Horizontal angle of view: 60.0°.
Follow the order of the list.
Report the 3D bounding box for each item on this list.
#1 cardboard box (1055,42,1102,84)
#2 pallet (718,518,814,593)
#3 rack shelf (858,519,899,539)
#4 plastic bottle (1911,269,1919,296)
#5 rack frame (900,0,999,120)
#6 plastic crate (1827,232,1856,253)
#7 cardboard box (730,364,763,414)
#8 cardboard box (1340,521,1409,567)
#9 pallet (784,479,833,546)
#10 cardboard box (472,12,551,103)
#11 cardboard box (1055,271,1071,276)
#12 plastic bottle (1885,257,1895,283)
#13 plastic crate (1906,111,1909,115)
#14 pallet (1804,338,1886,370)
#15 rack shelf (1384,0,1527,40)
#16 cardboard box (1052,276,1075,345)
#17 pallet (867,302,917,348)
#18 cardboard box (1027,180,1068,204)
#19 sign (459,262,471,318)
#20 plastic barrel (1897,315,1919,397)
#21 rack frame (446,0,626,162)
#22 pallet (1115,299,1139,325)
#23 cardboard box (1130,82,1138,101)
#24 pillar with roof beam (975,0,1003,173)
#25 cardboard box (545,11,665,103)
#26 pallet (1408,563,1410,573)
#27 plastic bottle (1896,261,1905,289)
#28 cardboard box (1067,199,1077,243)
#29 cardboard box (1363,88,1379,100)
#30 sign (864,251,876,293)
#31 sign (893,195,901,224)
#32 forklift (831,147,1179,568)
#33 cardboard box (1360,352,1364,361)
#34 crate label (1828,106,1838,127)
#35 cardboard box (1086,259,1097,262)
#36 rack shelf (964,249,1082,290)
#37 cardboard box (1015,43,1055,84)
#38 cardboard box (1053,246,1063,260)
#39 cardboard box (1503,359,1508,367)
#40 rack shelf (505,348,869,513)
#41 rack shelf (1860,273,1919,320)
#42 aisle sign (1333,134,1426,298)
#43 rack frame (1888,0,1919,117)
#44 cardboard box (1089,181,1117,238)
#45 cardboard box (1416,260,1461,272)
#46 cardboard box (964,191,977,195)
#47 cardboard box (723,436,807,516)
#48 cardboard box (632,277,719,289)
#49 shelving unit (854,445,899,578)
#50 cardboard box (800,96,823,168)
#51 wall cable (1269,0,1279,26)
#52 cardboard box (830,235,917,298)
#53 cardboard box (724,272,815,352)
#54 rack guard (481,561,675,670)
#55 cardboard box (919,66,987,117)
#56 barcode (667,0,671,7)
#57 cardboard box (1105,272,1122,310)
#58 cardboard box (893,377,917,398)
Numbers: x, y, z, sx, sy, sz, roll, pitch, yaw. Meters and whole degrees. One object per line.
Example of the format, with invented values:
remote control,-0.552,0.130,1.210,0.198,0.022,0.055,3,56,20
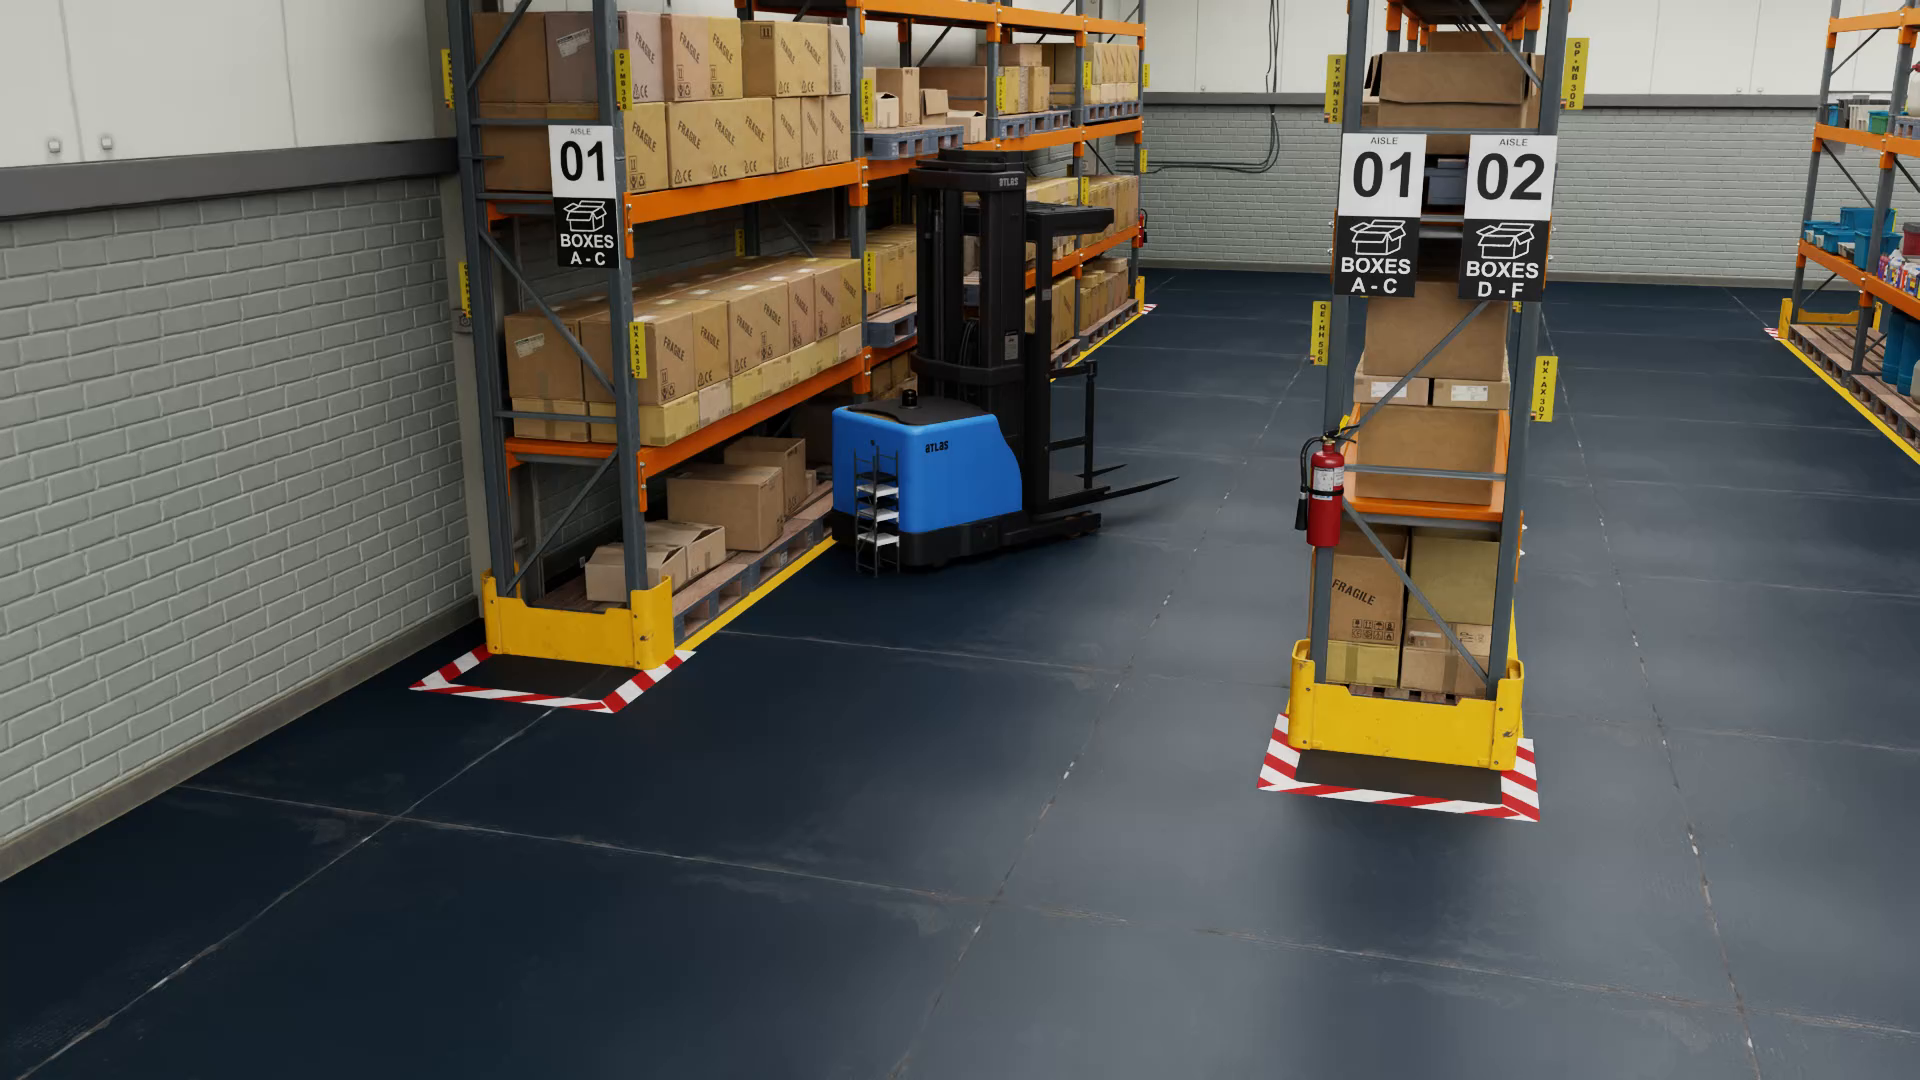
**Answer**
cardboard box,1.496,-6.009,20.968,0.500,0.500,0.500,4,16,15
pallet,-1.750,0.071,12.193,1.003,0.211,1.213,5,16,16
rack shelf,-0.595,-0.083,11.926,0.200,0.077,0.258,-13,21,-39
plastic bottle,9.611,-2.584,16.678,0.097,0.271,0.097,0,16,0
rack frame,-0.112,-5.702,16.441,1.000,3.000,0.127,5,16,16
plastic crate,10.815,-3.627,20.316,0.416,0.233,0.300,5,16,16
cardboard box,-1.658,-1.033,11.213,0.500,0.250,0.500,4,16,15
cardboard box,2.502,-0.006,10.248,0.500,0.500,0.500,5,16,16
pallet,-1.405,-0.249,13.322,1.003,0.211,1.213,5,16,16
cardboard box,-2.513,-2.838,9.788,0.500,0.500,0.500,5,17,18
cardboard box,1.326,-3.546,22.457,0.380,0.149,0.250,4,16,14
plastic bottle,9.929,-2.877,17.712,0.097,0.271,0.097,0,16,0
plastic crate,11.654,-5.201,20.562,0.450,0.188,0.336,5,16,16
pallet,11.040,-2.268,20.439,1.003,0.211,1.213,5,16,16
rack shelf,4.070,-4.257,13.398,1.077,0.370,4.000,5,16,16
cardboard box,0.965,-2.850,20.550,0.750,0.750,0.750,5,17,17
pallet,-0.892,-1.866,14.262,1.003,0.211,1.213,5,16,16
cardboard box,0.983,-4.149,19.820,0.500,0.250,0.500,5,17,17
sign,-2.912,-1.480,9.850,0.100,0.325,0.005,5,16,16
plastic barrel,10.151,-1.960,17.320,0.600,0.901,0.708,5,16,16
rack frame,-2.385,-3.609,9.062,1.000,3.000,0.127,5,16,16
pallet,2.009,-3.352,24.260,1.003,0.211,1.213,5,16,16
cardboard box,2.208,-6.318,23.431,0.500,0.250,0.500,5,17,18
pillar with roof beam,4.522,-6.665,19.836,9.100,9.000,0.400,5,16,16
cardboard box,-2.043,-2.787,9.608,0.500,0.500,0.500,3,16,12
pallet,3.236,0.160,11.878,1.003,0.211,1.213,5,16,16
plastic bottle,9.758,-2.743,17.216,0.061,0.283,0.133,5,16,16
cardboard box,1.135,-3.923,20.398,0.500,0.500,0.500,4,16,15
cardboard box,2.598,-2.476,9.703,0.500,0.311,0.500,7,17,22
sign,-0.726,-2.146,13.311,0.100,0.325,0.005,5,16,16
sign,-0.645,-3.415,17.251,0.100,0.325,0.005,5,16,16
forklift,0.472,-1.522,12.823,3.031,2.935,1.130,-13,21,-39
cardboard box,2.437,-0.950,9.310,0.380,0.149,0.250,4,16,15
crate label,11.088,-5.296,20.779,0.408,0.251,0.502,5,16,16
cardboard box,1.759,-3.945,23.864,0.380,0.149,0.250,5,16,16
rack shelf,0.457,-2.993,19.203,1.077,0.370,4.000,5,16,16
cardboard box,1.000,-6.045,21.095,0.500,0.500,0.500,4,16,15
cardboard box,1.016,-3.435,19.866,0.380,0.149,0.250,5,16,16
cardboard box,2.828,-0.920,9.205,0.380,0.149,0.250,5,16,16
rack shelf,-1.817,-0.900,11.824,1.077,0.370,4.000,5,16,16
rack shelf,9.955,-2.225,16.494,1.077,0.370,4.000,5,16,16
aisle sign,2.065,-1.596,8.195,0.394,0.787,0.004,5,16,16
rack frame,10.524,-5.980,17.422,1.000,3.000,0.127,5,16,16
cardboard box,1.605,-4.529,22.750,0.980,0.700,0.700,4,16,13
cardboard box,2.669,-1.285,9.302,0.700,0.500,0.500,4,16,14
cardboard box,-0.081,-3.651,18.066,0.500,0.250,0.500,4,16,14
cardboard box,-1.505,-0.504,12.883,0.500,0.500,0.500,3,16,12
cardboard box,-2.017,-1.559,11.693,0.500,0.500,0.500,5,17,17
shelving unit,-0.595,-0.202,11.893,0.210,0.900,0.258,-13,21,-39
cardboard box,-1.311,-2.988,12.148,0.500,0.500,0.500,3,16,11
wall cable,6.705,-9.973,27.934,3.097,2.526,0.112,5,16,16
cardboard box,-0.748,-2.480,15.086,0.700,0.500,0.500,7,17,24
cardboard box,-1.376,-1.658,12.042,0.500,0.500,0.500,4,16,14
rack guard,-2.364,0.460,10.292,1.175,0.500,0.348,5,16,16
cardboard box,-0.032,-4.648,17.231,0.700,0.500,0.500,3,16,12
barcode,-2.056,-3.796,11.737,0.001,0.075,0.075,5,16,16
cardboard box,1.917,-3.586,23.788,0.700,0.500,0.500,5,16,16
cardboard box,-0.773,-1.242,15.485,0.700,0.500,0.500,5,17,17
